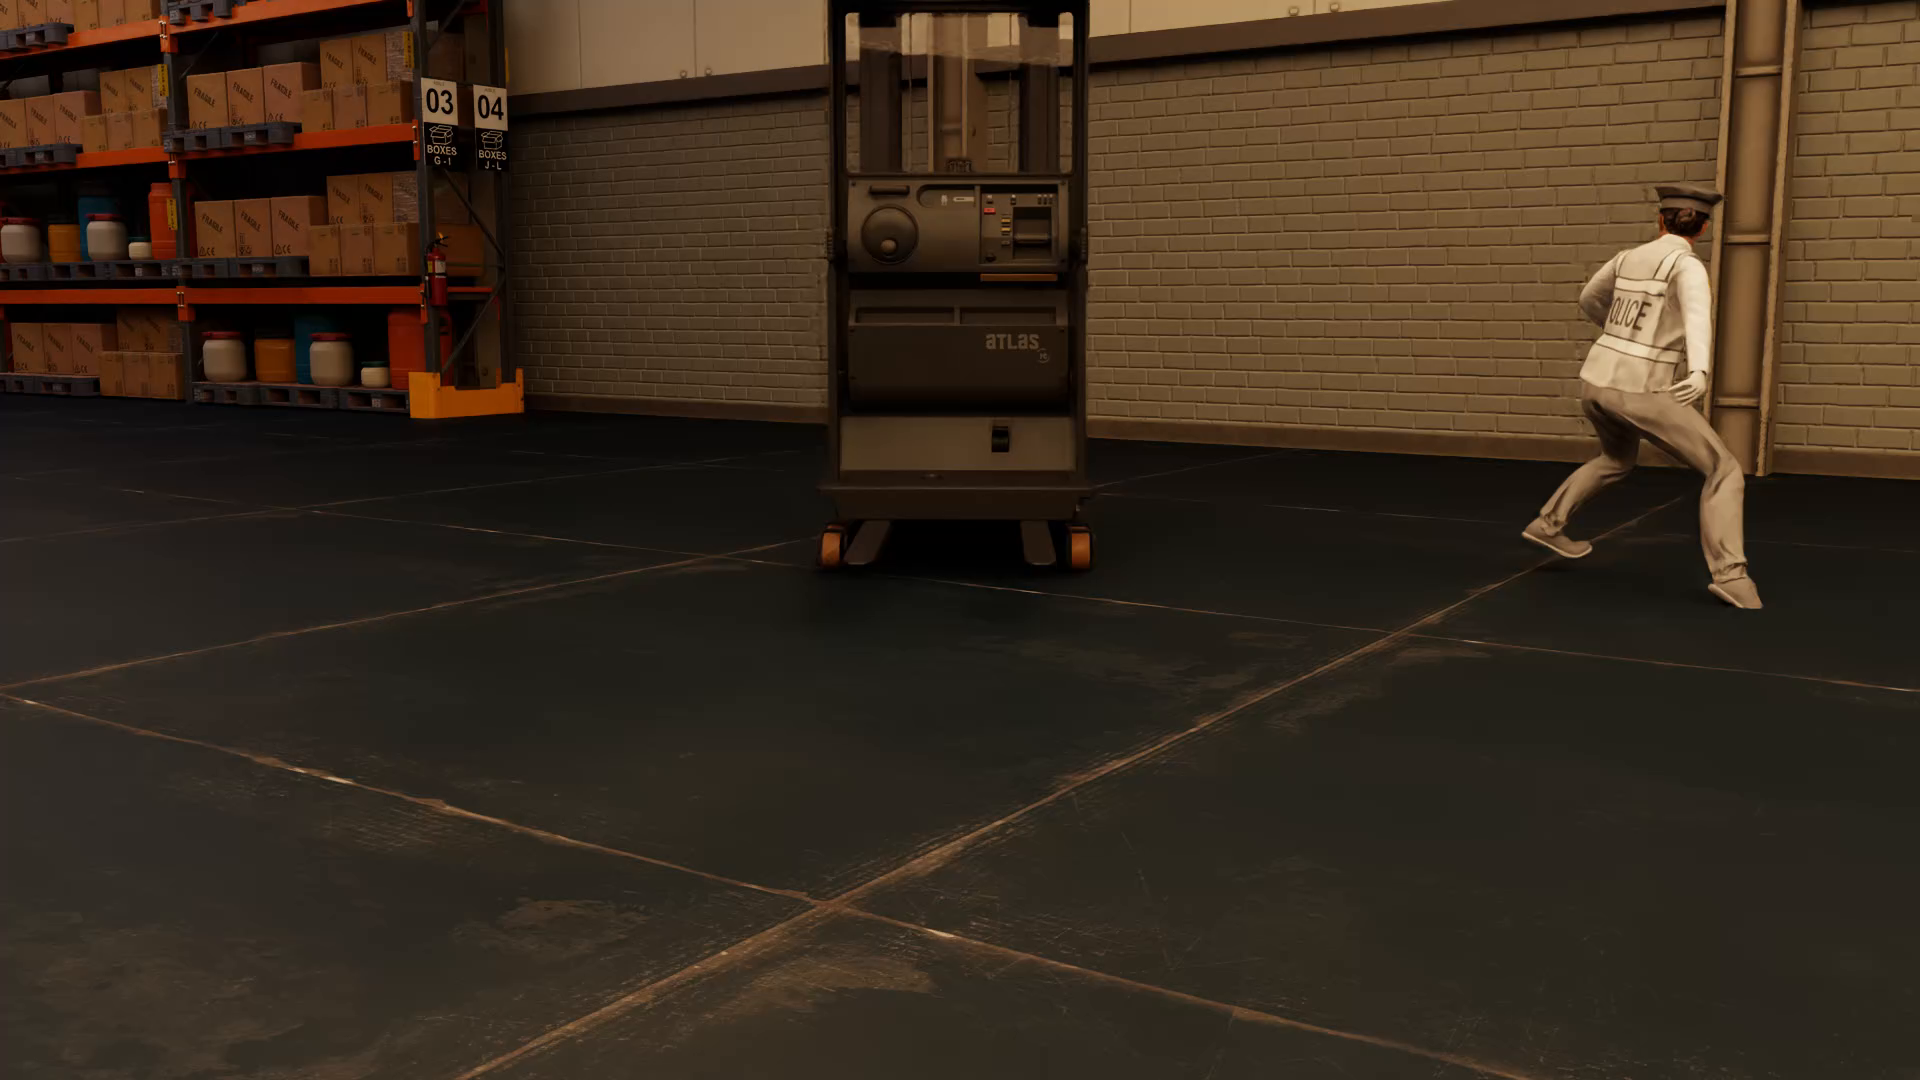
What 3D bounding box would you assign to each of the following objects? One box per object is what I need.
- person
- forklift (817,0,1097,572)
[{"bbox_3d":[2.604,-0.516,6.220,0.529,1.608,1.055,-1,8,-8],"label":"person"},{"bbox_3d":[-0.009,-1.365,6.793,1.130,2.935,3.031,0,8,1],"label":"forklift"}]
